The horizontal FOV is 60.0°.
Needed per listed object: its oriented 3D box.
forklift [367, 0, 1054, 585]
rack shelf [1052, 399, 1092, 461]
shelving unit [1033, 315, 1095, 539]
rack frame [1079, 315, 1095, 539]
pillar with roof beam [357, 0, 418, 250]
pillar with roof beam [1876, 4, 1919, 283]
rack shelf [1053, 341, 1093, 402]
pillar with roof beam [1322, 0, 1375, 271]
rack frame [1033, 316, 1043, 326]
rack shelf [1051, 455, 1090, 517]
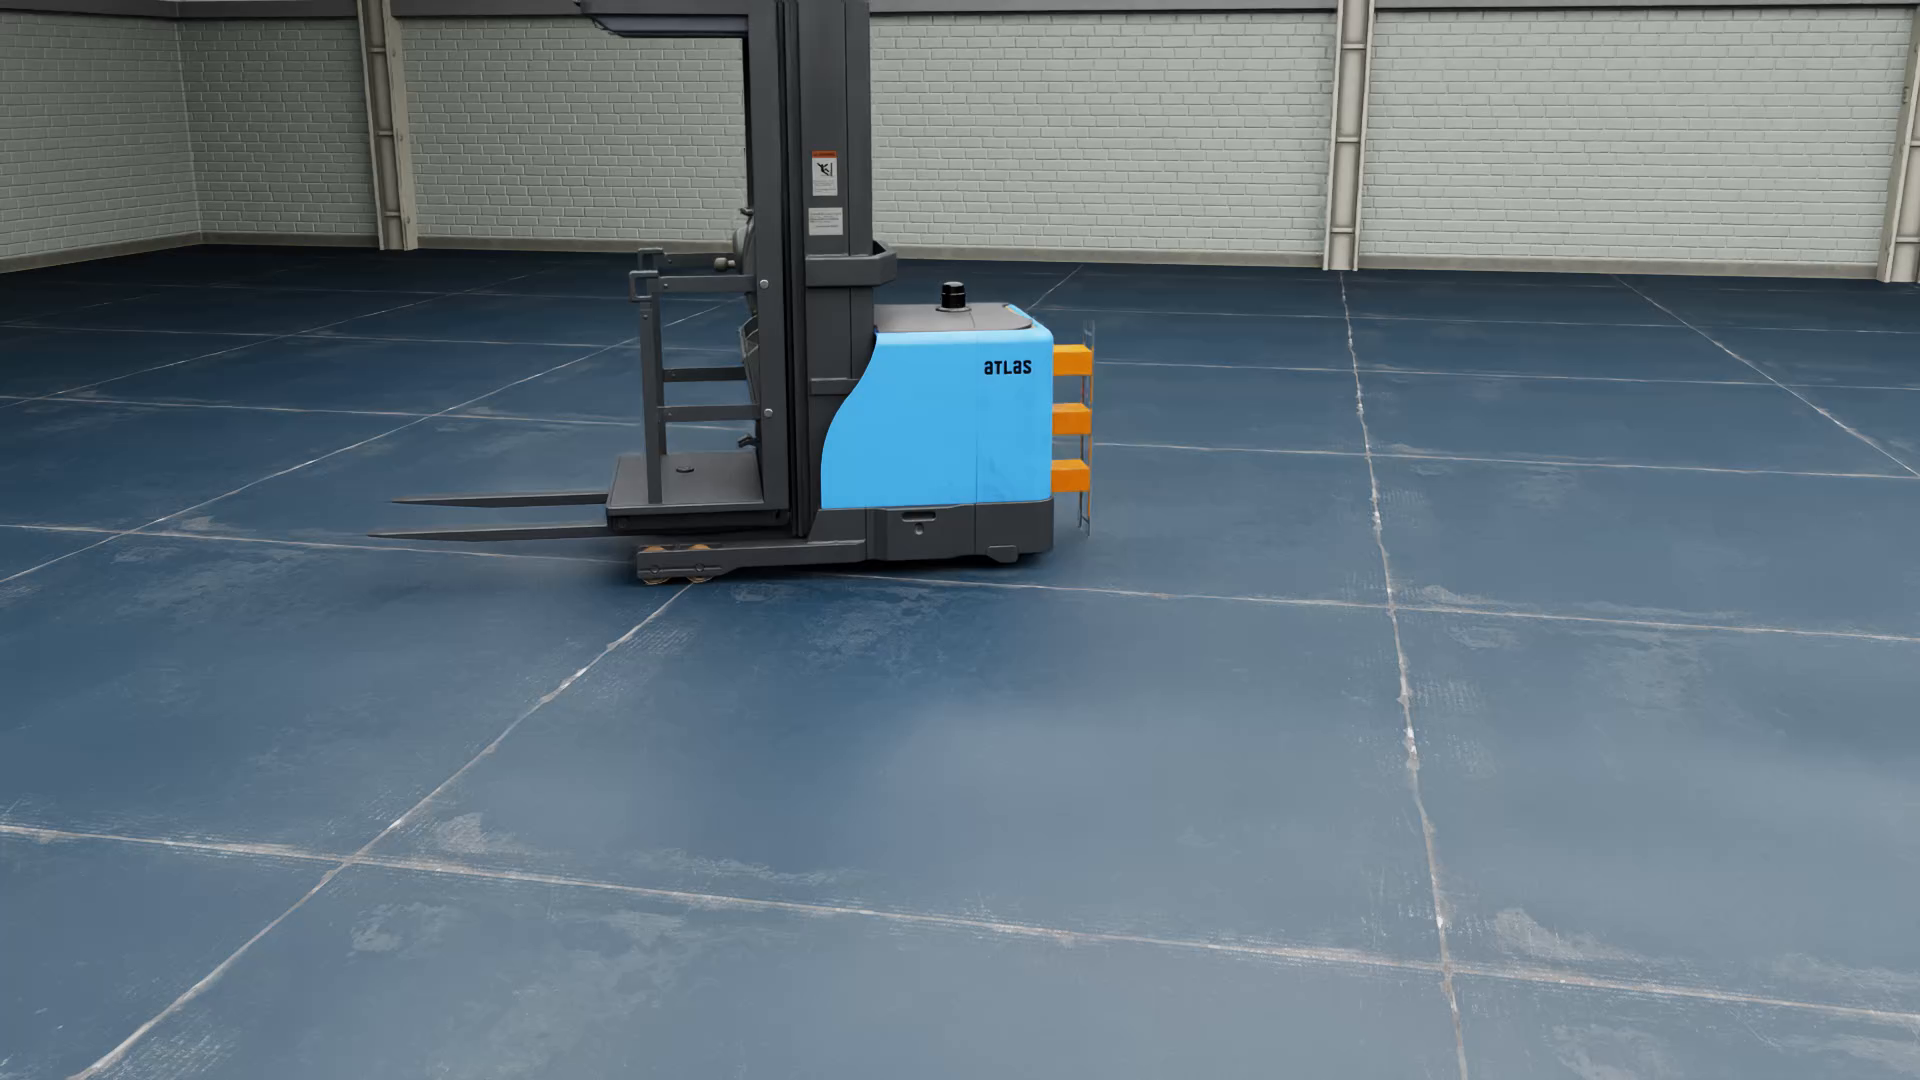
[{"bbox_3d":[-1.135,-1.367,7.437,3.031,2.935,1.130,-2,16,-8],"label":"forklift"},{"bbox_3d":[0.487,-0.524,7.956,0.240,0.259,0.215,-2,16,-8],"label":"rack shelf"},{"bbox_3d":[0.487,-0.534,7.953,0.252,1.050,0.215,-2,16,-8],"label":"shelving unit"},{"bbox_3d":[0.608,-0.539,7.970,0.008,1.050,0.200,-2,16,-8],"label":"rack frame"},{"bbox_3d":[-8.180,-7.014,16.456,0.400,9.000,9.100,3,16,11],"label":"pillar with roof beam"},{"bbox_3d":[9.459,-6.056,12.999,0.400,9.000,9.100,3,16,11],"label":"pillar with roof beam"},{"bbox_3d":[0.487,-0.797,7.880,0.240,0.259,0.215,-2,16,-8],"label":"rack shelf"},{"bbox_3d":[3.579,-6.376,14.151,0.400,9.000,9.100,3,16,11],"label":"pillar with roof beam"},{"bbox_3d":[0.367,-0.529,7.935,0.008,1.050,0.200,-2,16,-8],"label":"rack frame"},{"bbox_3d":[0.487,-0.256,8.030,0.240,0.259,0.215,-2,16,-8],"label":"rack shelf"}]
